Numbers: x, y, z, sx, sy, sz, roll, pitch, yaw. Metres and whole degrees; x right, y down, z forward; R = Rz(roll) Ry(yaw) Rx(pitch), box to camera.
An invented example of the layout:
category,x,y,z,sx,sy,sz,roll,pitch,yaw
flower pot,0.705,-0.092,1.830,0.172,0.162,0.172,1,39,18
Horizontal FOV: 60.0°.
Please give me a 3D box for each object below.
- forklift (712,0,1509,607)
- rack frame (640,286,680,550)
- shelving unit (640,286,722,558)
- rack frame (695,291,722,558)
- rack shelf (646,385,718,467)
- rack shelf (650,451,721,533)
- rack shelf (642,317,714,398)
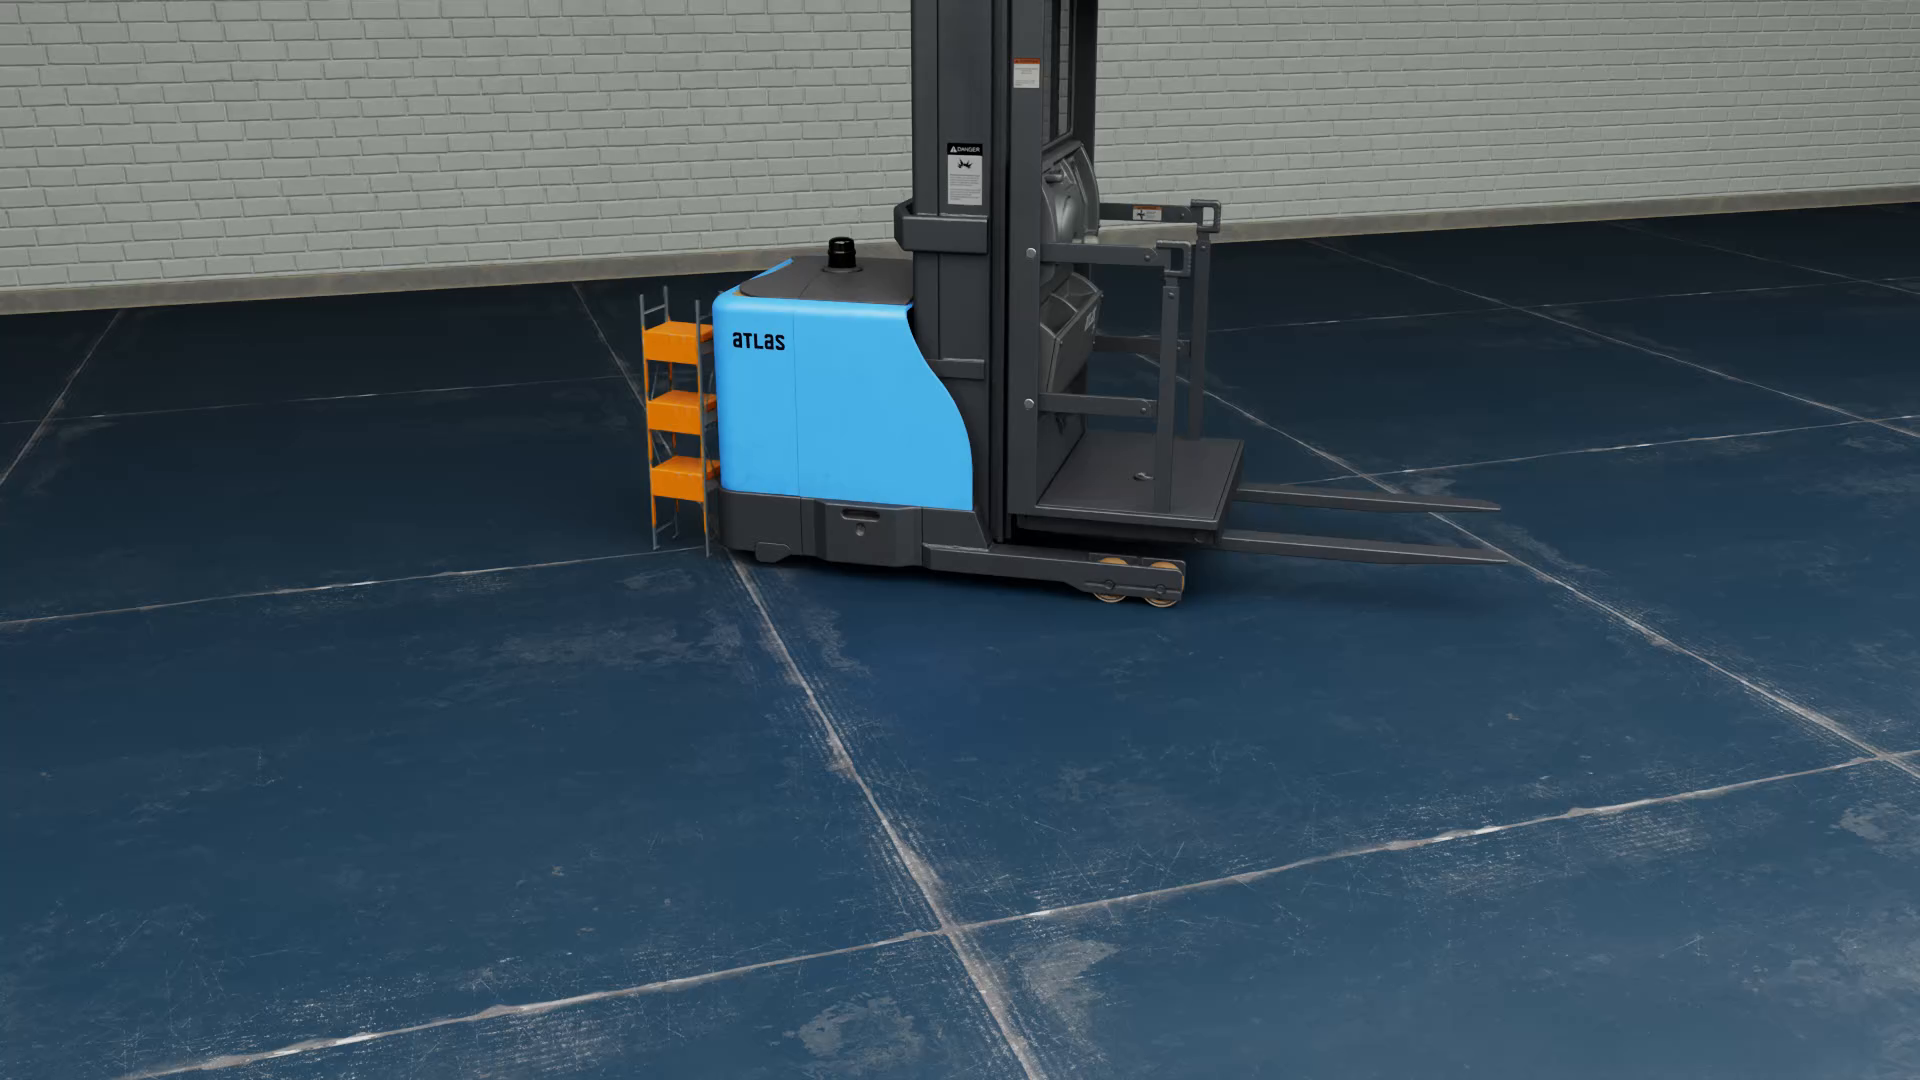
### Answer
category,x,y,z,sx,sy,sz,roll,pitch,yaw
forklift,0.610,-1.327,6.275,3.031,2.935,1.130,5,20,13
rack frame,-1.208,-0.484,6.703,0.008,1.050,0.200,8,21,19
shelving unit,-1.094,-0.468,6.663,0.252,1.050,0.215,8,21,19
rack frame,-0.979,-0.453,6.624,0.008,1.050,0.200,8,21,19
rack shelf,-1.094,-0.458,6.667,0.240,0.259,0.215,8,21,19
rack shelf,-1.097,-0.197,6.762,0.240,0.259,0.215,8,21,19
rack shelf,-1.091,-0.725,6.570,0.240,0.259,0.215,8,21,19
